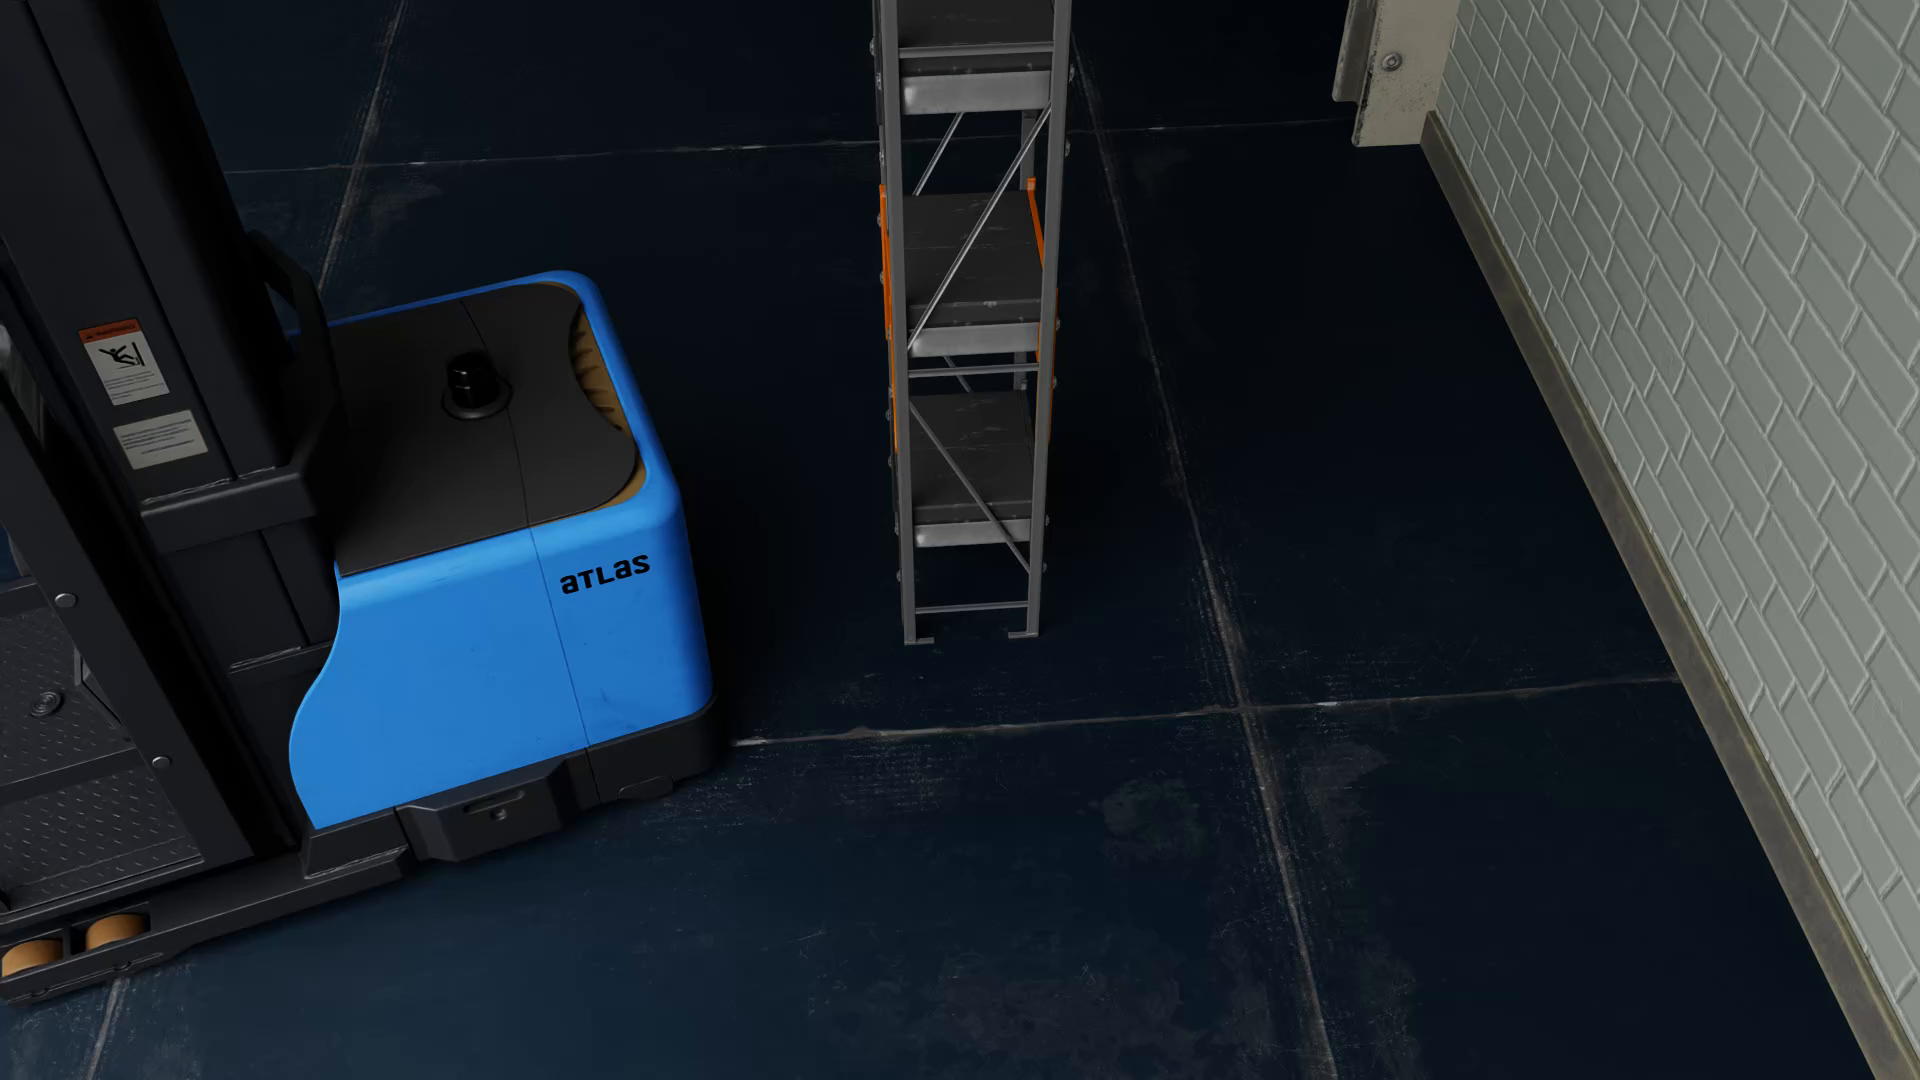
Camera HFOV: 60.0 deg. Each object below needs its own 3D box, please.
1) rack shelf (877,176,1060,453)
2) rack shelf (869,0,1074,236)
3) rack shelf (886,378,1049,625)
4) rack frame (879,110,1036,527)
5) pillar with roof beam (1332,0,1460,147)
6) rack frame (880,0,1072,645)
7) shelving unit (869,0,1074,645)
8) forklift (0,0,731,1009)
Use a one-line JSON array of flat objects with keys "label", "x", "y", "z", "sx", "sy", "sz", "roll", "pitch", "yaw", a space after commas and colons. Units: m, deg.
[{"label": "rack shelf", "x": 0.014, "y": -0.593, "z": 4.384, "sx": 0.431, "sy": 0.518, "sz": 0.480, "roll": -3, "pitch": 47, "yaw": -3}, {"label": "rack shelf", "x": 0.014, "y": -1.074, "z": 3.876, "sx": 0.431, "sy": 0.518, "sz": 0.480, "roll": -3, "pitch": 47, "yaw": -3}, {"label": "rack shelf", "x": 0.014, "y": -0.112, "z": 4.892, "sx": 0.431, "sy": 0.518, "sz": 0.480, "roll": -3, "pitch": 47, "yaw": -3}, {"label": "rack frame", "x": -0.007, "y": -0.779, "z": 4.541, "sx": 0.400, "sy": 2.100, "sz": 0.015, "roll": -3, "pitch": 47, "yaw": -3}, {"label": "pillar with roof beam", "x": -2.548, "y": -4.586, "z": 3.395, "sx": 9.100, "sy": 9.000, "sz": 0.400, "roll": -3, "pitch": 47, "yaw": -3}, {"label": "rack frame", "x": 0.034, "y": -0.426, "z": 4.207, "sx": 0.400, "sy": 2.100, "sz": 0.015, "roll": -3, "pitch": 47, "yaw": -3}, {"label": "shelving unit", "x": 0.014, "y": -0.602, "z": 4.374, "sx": 0.431, "sy": 2.100, "sz": 0.503, "roll": -3, "pitch": 47, "yaw": -3}, {"label": "forklift", "x": -2.206, "y": -0.296, "z": 3.512, "sx": 3.031, "sy": 2.935, "sz": 1.130, "roll": -16, "pitch": 49, "yaw": -15}]
